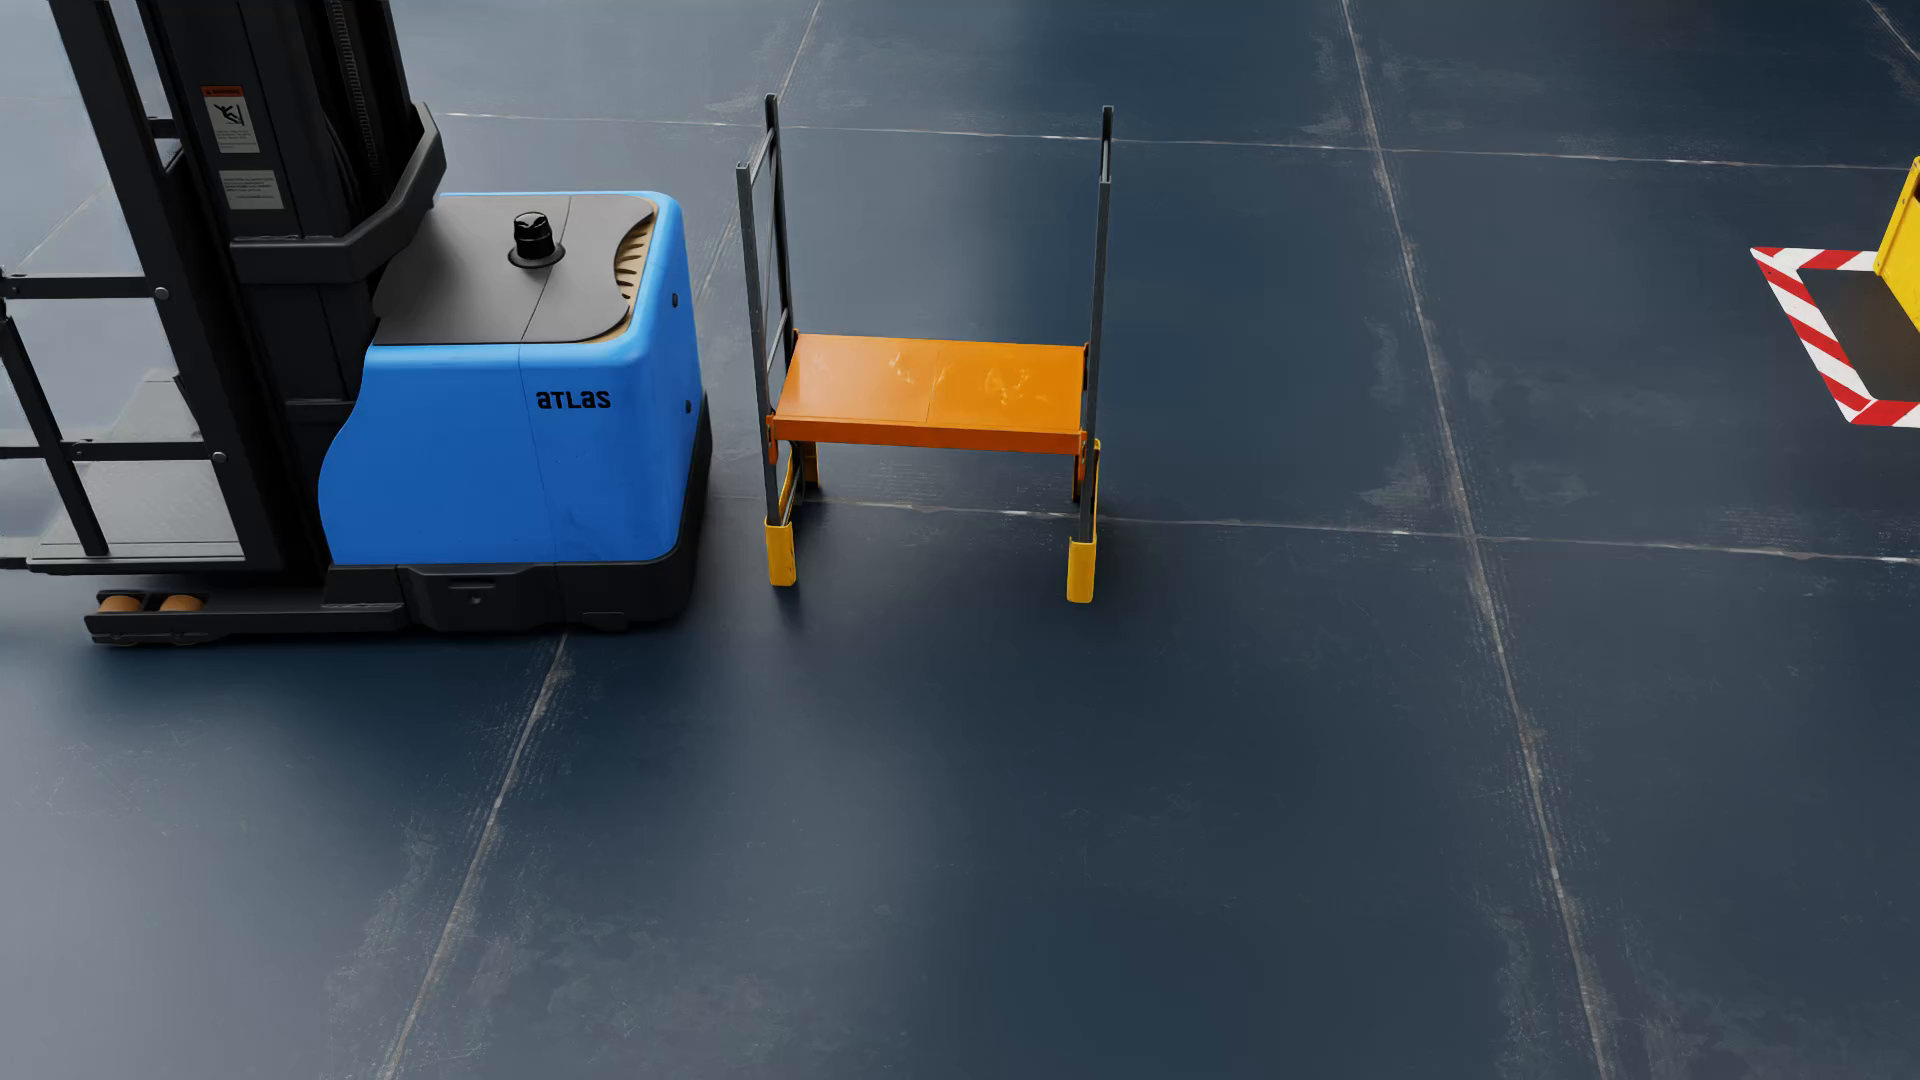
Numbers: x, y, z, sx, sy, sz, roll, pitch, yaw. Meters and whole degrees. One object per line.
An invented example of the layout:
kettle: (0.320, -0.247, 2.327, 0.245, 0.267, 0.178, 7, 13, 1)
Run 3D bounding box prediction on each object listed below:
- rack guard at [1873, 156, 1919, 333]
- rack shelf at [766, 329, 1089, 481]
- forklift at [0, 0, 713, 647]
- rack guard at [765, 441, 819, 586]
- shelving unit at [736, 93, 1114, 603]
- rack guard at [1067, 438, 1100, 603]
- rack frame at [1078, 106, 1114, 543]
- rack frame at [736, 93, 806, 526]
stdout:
rack guard: (4.076, -1.031, 6.621, 0.348, 0.500, 1.175, 3, 39, 4)
rack shelf: (-0.085, -0.447, 5.396, 1.000, 0.185, 0.538, 3, 39, 4)
forklift: (-2.406, -1.134, 4.822, 3.031, 2.935, 1.130, -1, 39, -1)
rack guard: (-0.572, -0.128, 5.710, 0.087, 0.250, 0.587, 3, 39, 4)
shelving unit: (-0.076, -0.586, 5.282, 1.083, 1.500, 0.587, 3, 39, 4)
rack guard: (0.420, -0.074, 5.643, 0.087, 0.250, 0.587, 3, 39, 4)
rack frame: (0.421, -0.559, 5.248, 0.032, 1.500, 0.500, 3, 39, 4)
rack frame: (-0.591, -0.614, 5.316, 0.032, 1.500, 0.500, 3, 39, 4)
